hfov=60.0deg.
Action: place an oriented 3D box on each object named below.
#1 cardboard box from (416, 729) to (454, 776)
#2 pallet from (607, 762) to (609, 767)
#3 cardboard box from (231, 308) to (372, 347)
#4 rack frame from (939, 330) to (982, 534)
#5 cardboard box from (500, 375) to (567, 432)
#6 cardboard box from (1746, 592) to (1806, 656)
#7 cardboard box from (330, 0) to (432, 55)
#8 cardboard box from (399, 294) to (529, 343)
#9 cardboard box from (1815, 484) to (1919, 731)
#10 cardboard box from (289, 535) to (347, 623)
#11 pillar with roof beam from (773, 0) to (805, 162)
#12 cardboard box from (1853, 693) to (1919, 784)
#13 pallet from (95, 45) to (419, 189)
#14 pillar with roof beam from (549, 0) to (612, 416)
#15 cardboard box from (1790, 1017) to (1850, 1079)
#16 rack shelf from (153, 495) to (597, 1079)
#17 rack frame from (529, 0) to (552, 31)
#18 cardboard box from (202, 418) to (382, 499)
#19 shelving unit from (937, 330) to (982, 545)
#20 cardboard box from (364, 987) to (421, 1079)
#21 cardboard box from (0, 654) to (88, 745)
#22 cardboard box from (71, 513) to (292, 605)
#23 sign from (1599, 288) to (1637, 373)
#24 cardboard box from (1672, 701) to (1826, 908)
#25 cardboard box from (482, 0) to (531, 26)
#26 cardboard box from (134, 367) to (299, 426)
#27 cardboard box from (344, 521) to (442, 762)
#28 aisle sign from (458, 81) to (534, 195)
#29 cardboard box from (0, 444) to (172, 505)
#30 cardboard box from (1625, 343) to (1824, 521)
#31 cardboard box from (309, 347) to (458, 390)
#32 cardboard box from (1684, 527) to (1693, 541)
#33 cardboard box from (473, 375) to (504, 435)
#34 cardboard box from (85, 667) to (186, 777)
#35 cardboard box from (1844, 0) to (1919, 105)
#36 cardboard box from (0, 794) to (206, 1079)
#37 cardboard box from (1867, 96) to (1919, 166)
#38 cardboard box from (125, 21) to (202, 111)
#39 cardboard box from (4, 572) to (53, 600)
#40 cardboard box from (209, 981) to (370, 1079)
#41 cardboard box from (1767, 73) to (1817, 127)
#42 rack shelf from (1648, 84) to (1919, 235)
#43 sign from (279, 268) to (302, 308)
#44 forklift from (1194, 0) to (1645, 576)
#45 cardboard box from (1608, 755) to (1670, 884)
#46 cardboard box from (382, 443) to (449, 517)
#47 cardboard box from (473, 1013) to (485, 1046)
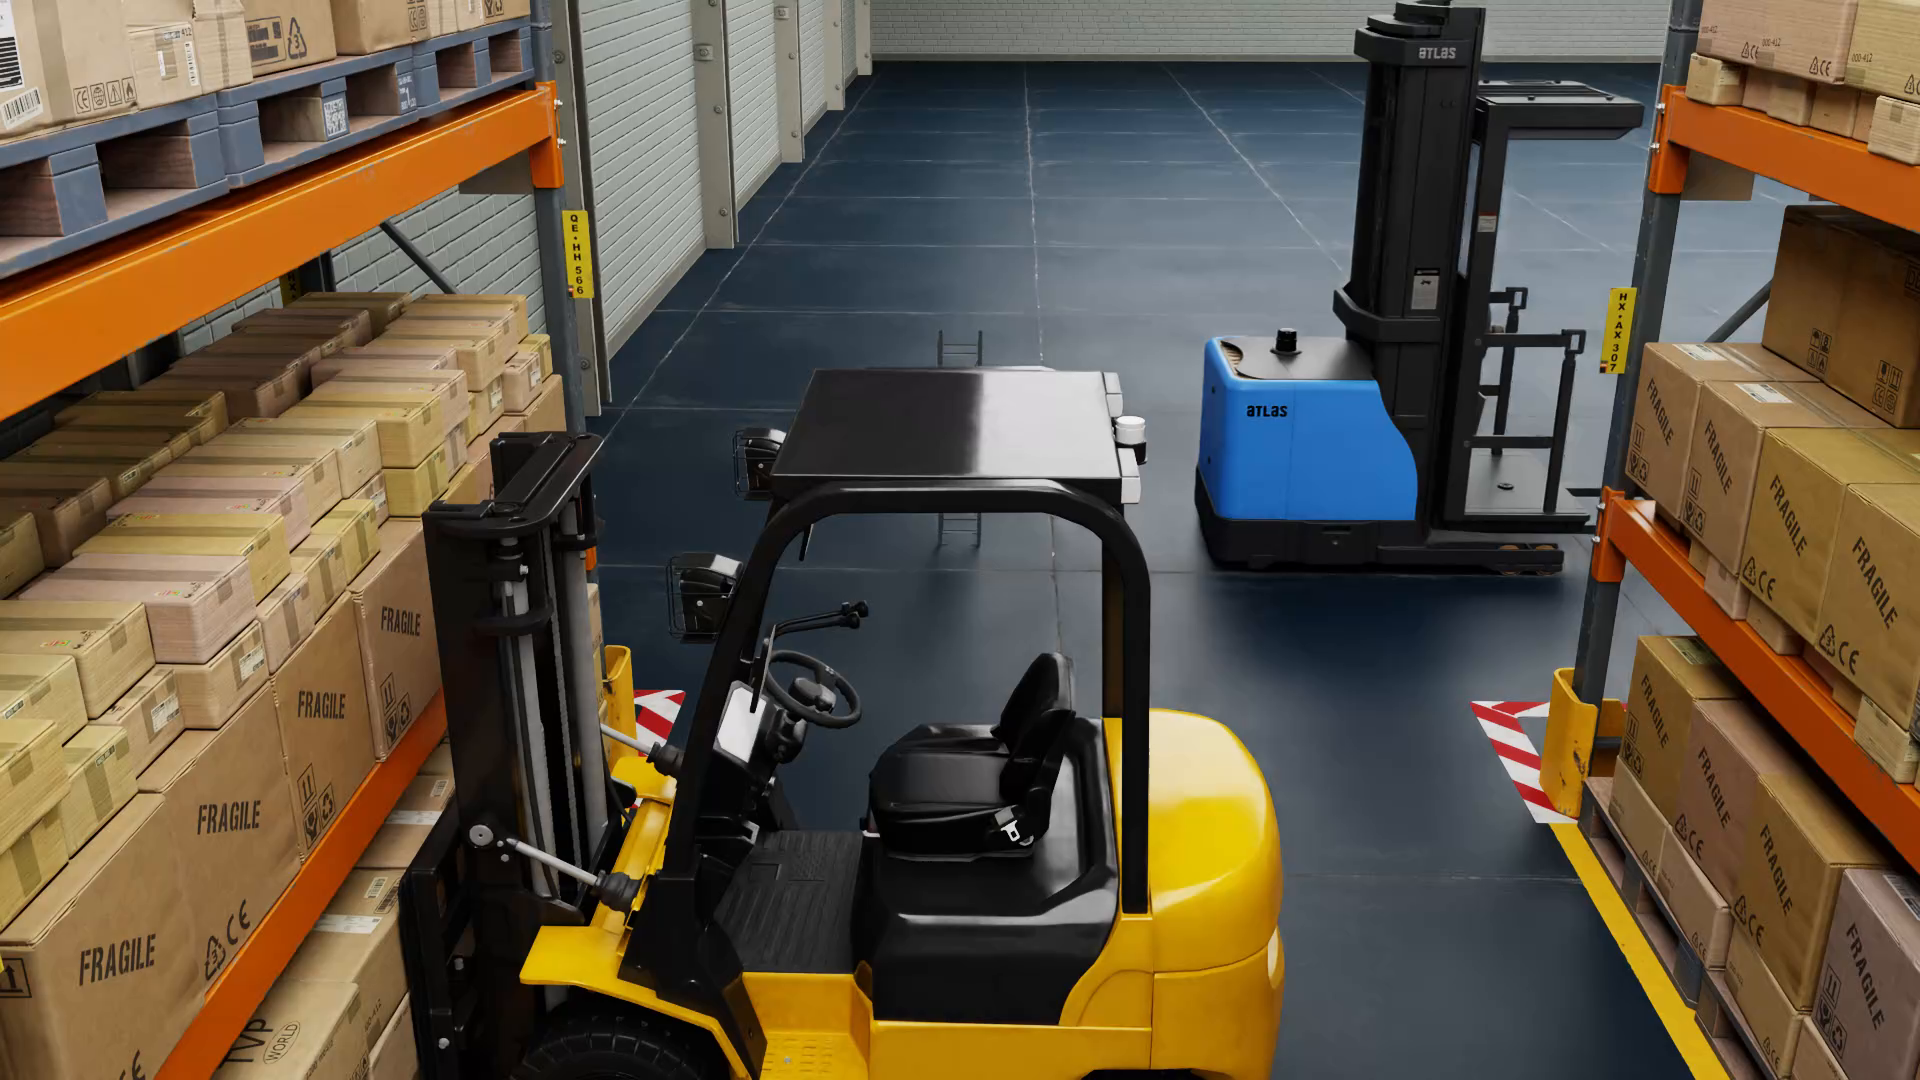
[{"bbox_3d":[-1.684,0.735,5.327,0.500,0.250,0.500,1,21,2],"label":"cardboard box"},{"bbox_3d":[-1.948,1.154,6.262,1.003,0.211,1.213,1,21,2],"label":"pallet"},{"bbox_3d":[-2.261,-0.696,5.729,0.380,0.149,0.250,1,21,3],"label":"cardboard box"},{"bbox_3d":[0.003,-0.598,9.411,0.240,1.200,0.006,1,21,2],"label":"rack frame"},{"bbox_3d":[-1.719,-0.288,5.987,0.500,0.500,0.500,0,21,0],"label":"cardboard box"},{"bbox_3d":[2.667,0.240,5.111,0.380,0.149,0.250,1,21,3],"label":"cardboard box"},{"bbox_3d":[-1.867,-1.578,4.445,0.700,0.500,0.500,1,21,2],"label":"cardboard box"},{"bbox_3d":[-1.766,-0.778,5.942,0.380,0.149,0.250,1,21,2],"label":"cardboard box"},{"bbox_3d":[2.670,0.169,4.397,0.500,0.500,0.500,0,21,1],"label":"cardboard box"},{"bbox_3d":[-1.748,0.100,4.090,0.380,0.149,0.250,0,21,0],"label":"cardboard box"},{"bbox_3d":[1.962,-9.438,21.414,9.100,9.000,0.400,1,21,2],"label":"pillar with roof beam"},{"bbox_3d":[2.616,0.522,4.385,0.380,0.149,0.250,1,21,2],"label":"cardboard box"},{"bbox_3d":[-2.048,-1.082,4.147,1.003,0.211,1.213,1,21,2],"label":"pallet"},{"bbox_3d":[1.597,-5.100,10.232,9.100,9.000,0.400,1,21,2],"label":"pillar with roof beam"},{"bbox_3d":[2.649,1.570,4.557,0.500,0.250,0.500,1,21,2],"label":"cardboard box"},{"bbox_3d":[-2.027,0.636,4.738,1.077,0.370,4.000,1,21,2],"label":"rack shelf"},{"bbox_3d":[-1.966,-3.219,5.386,1.000,3.000,0.127,1,21,2],"label":"rack frame"},{"bbox_3d":[-1.807,-0.224,4.513,0.380,0.149,0.250,1,21,2],"label":"cardboard box"},{"bbox_3d":[0.000,-0.565,9.325,0.258,1.200,0.189,1,21,2],"label":"shelving unit"},{"bbox_3d":[-1.724,1.342,4.454,0.500,0.250,0.500,0,21,1],"label":"cardboard box"},{"bbox_3d":[-1.882,0.328,3.090,0.380,0.149,0.250,1,21,2],"label":"cardboard box"},{"bbox_3d":[-1.774,0.050,3.807,0.380,0.149,0.250,0,21,1],"label":"cardboard box"},{"bbox_3d":[2.453,-0.779,6.193,0.100,0.325,0.005,1,21,2],"label":"sign"},{"bbox_3d":[2.683,0.854,5.366,0.500,0.500,0.500,0,21,0],"label":"cardboard box"},{"bbox_3d":[-1.736,-1.947,5.397,0.500,0.500,0.500,1,21,3],"label":"cardboard box"},{"bbox_3d":[-2.231,-0.416,5.009,0.380,0.149,0.250,1,21,3],"label":"cardboard box"},{"bbox_3d":[-1.763,0.266,4.558,0.500,0.500,0.500,1,21,2],"label":"cardboard box"},{"bbox_3d":[-1.671,-1.655,6.054,0.394,0.787,0.004,1,21,2],"label":"aisle sign"},{"bbox_3d":[-2.270,-0.137,4.288,0.380,0.149,0.250,1,21,3],"label":"cardboard box"},{"bbox_3d":[2.704,-0.386,5.828,0.500,0.500,0.500,0,21,1],"label":"cardboard box"},{"bbox_3d":[-1.806,-0.505,5.237,0.380,0.149,0.250,1,21,2],"label":"cardboard box"},{"bbox_3d":[2.785,-0.040,5.833,0.380,0.149,0.250,1,21,2],"label":"cardboard box"},{"bbox_3d":[-1.744,-0.457,5.526,0.380,0.149,0.250,1,21,3],"label":"cardboard box"},{"bbox_3d":[-1.829,0.374,3.383,0.380,0.149,0.250,1,21,2],"label":"cardboard box"},{"bbox_3d":[2.698,-1.288,4.352,0.500,0.250,0.500,1,21,3],"label":"cardboard box"},{"bbox_3d":[-1.813,0.820,3.132,0.500,0.500,0.500,0,21,0],"label":"cardboard box"},{"bbox_3d":[2.625,-1.067,4.333,0.380,0.149,0.250,1,21,2],"label":"cardboard box"},{"bbox_3d":[-1.747,-0.937,3.278,0.380,0.149,0.250,1,21,3],"label":"cardboard box"},{"bbox_3d":[-2.275,0.186,3.867,0.380,0.149,0.250,1,21,3],"label":"cardboard box"},{"bbox_3d":[-1.734,1.287,3.902,0.500,0.250,0.500,1,21,2],"label":"cardboard box"},{"bbox_3d":[2.700,-1.343,5.044,0.380,0.149,0.250,1,21,3],"label":"cardboard box"},{"bbox_3d":[2.934,-0.709,4.058,1.077,0.370,4.000,1,21,2],"label":"rack shelf"},{"bbox_3d":[-2.521,-0.871,6.322,0.100,0.325,0.005,1,21,2],"label":"sign"},{"bbox_3d":[2.906,-1.364,8.992,3.031,2.935,1.130,0,21,1],"label":"forklift"},{"bbox_3d":[2.694,1.005,6.011,0.500,0.250,0.500,0,21,1],"label":"cardboard box"},{"bbox_3d":[-1.711,-0.179,4.809,0.380,0.149,0.250,1,21,2],"label":"cardboard box"},{"bbox_3d":[-1.707,1.385,5.032,0.500,0.250,0.500,1,21,3],"label":"cardboard box"}]
